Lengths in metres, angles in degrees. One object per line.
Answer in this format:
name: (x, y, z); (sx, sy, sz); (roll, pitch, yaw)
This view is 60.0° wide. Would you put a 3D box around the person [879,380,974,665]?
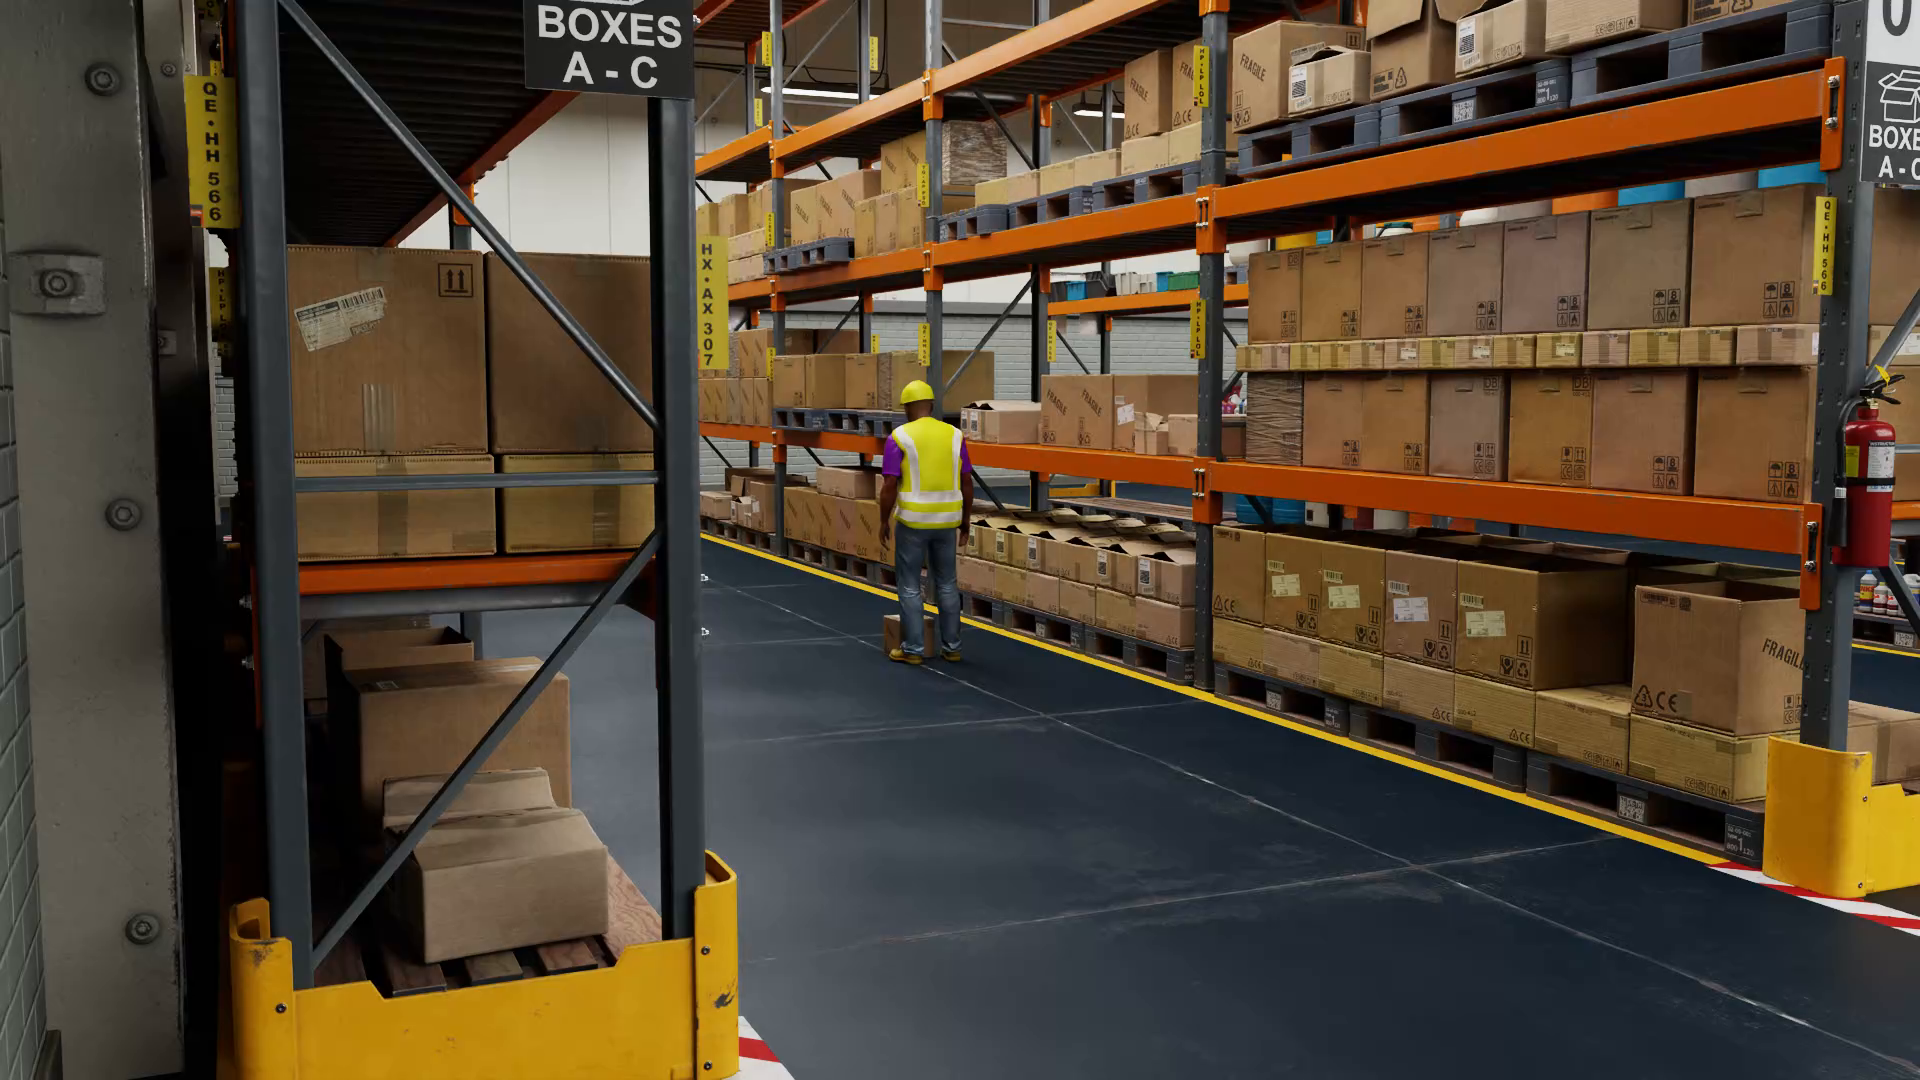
person: (-0.218, -0.114, 10.391); (0.625, 1.760, 0.460); (-2, 6, -24)
